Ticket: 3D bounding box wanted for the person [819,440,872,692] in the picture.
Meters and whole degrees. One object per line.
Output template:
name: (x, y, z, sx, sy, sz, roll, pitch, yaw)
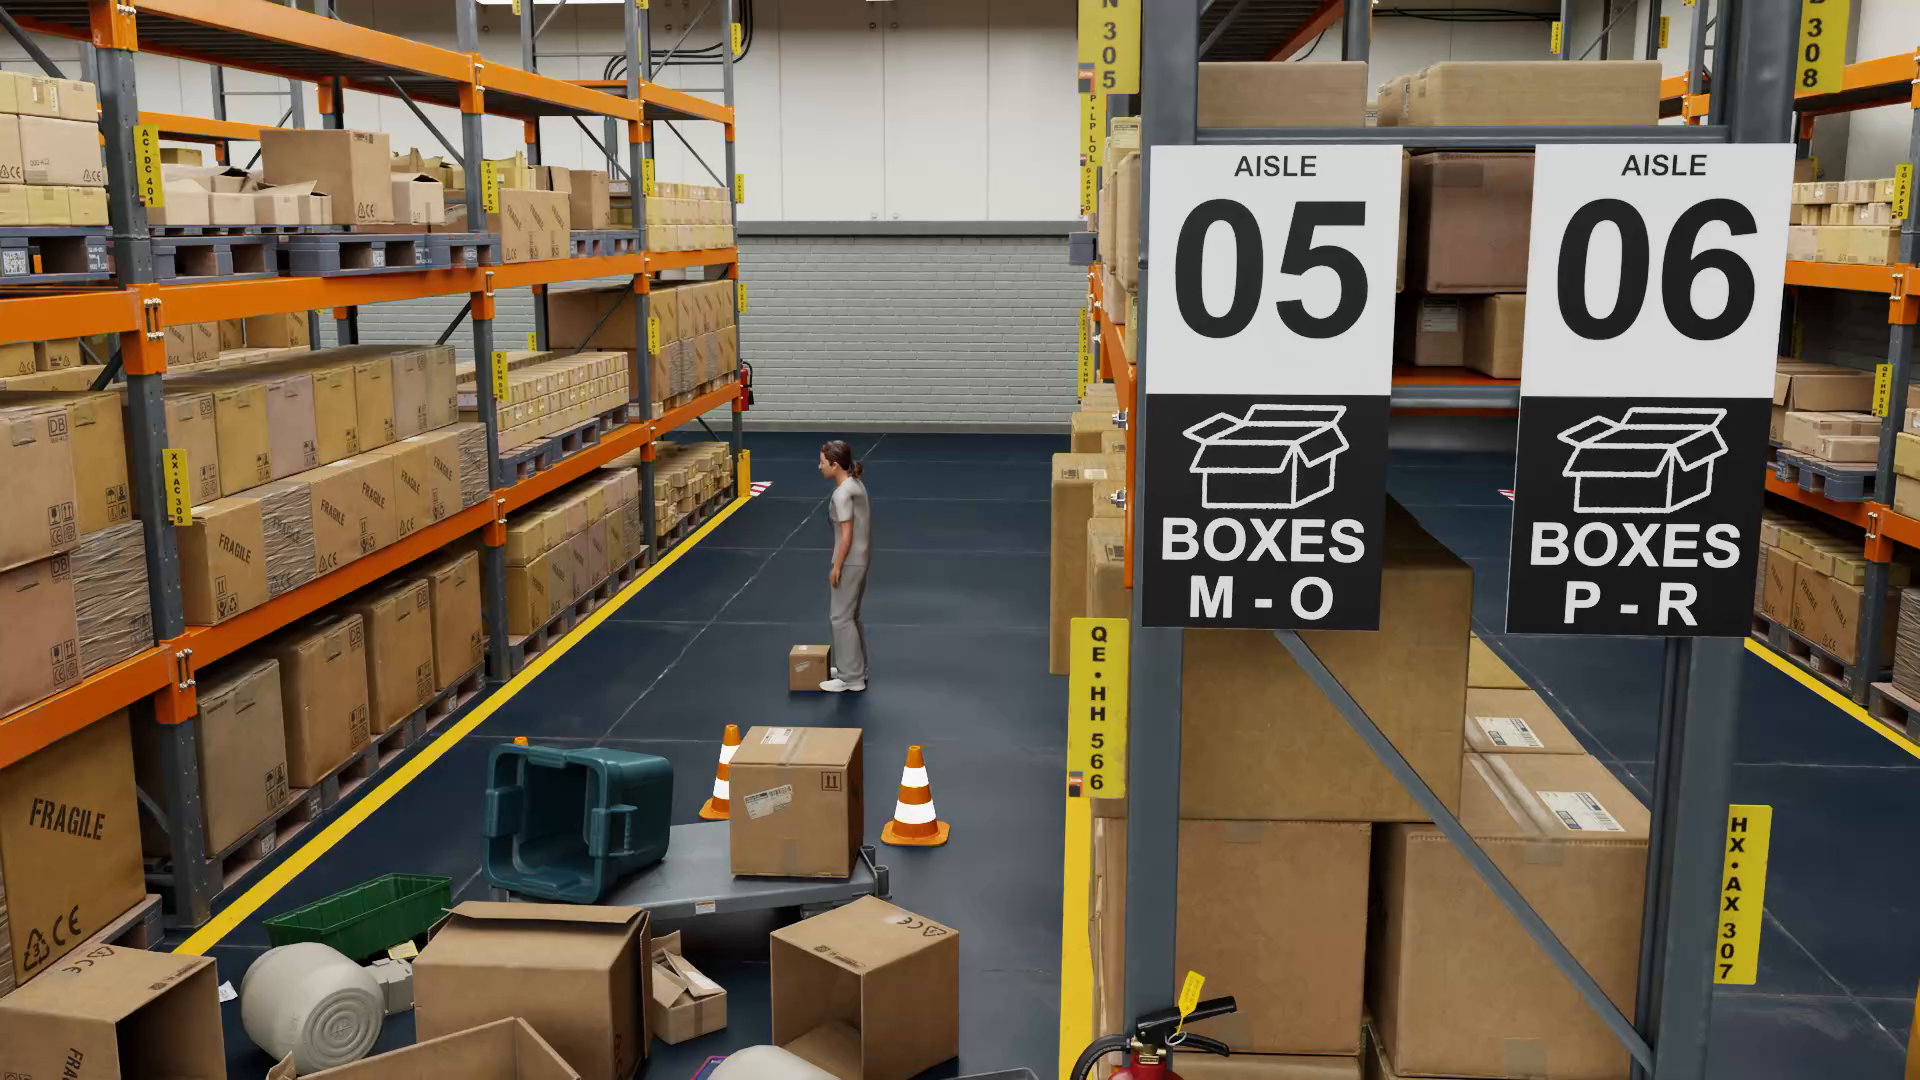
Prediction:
person: (-0.763, 0.163, 11.077, 0.355, 1.673, 0.488, 1, 11, 4)
